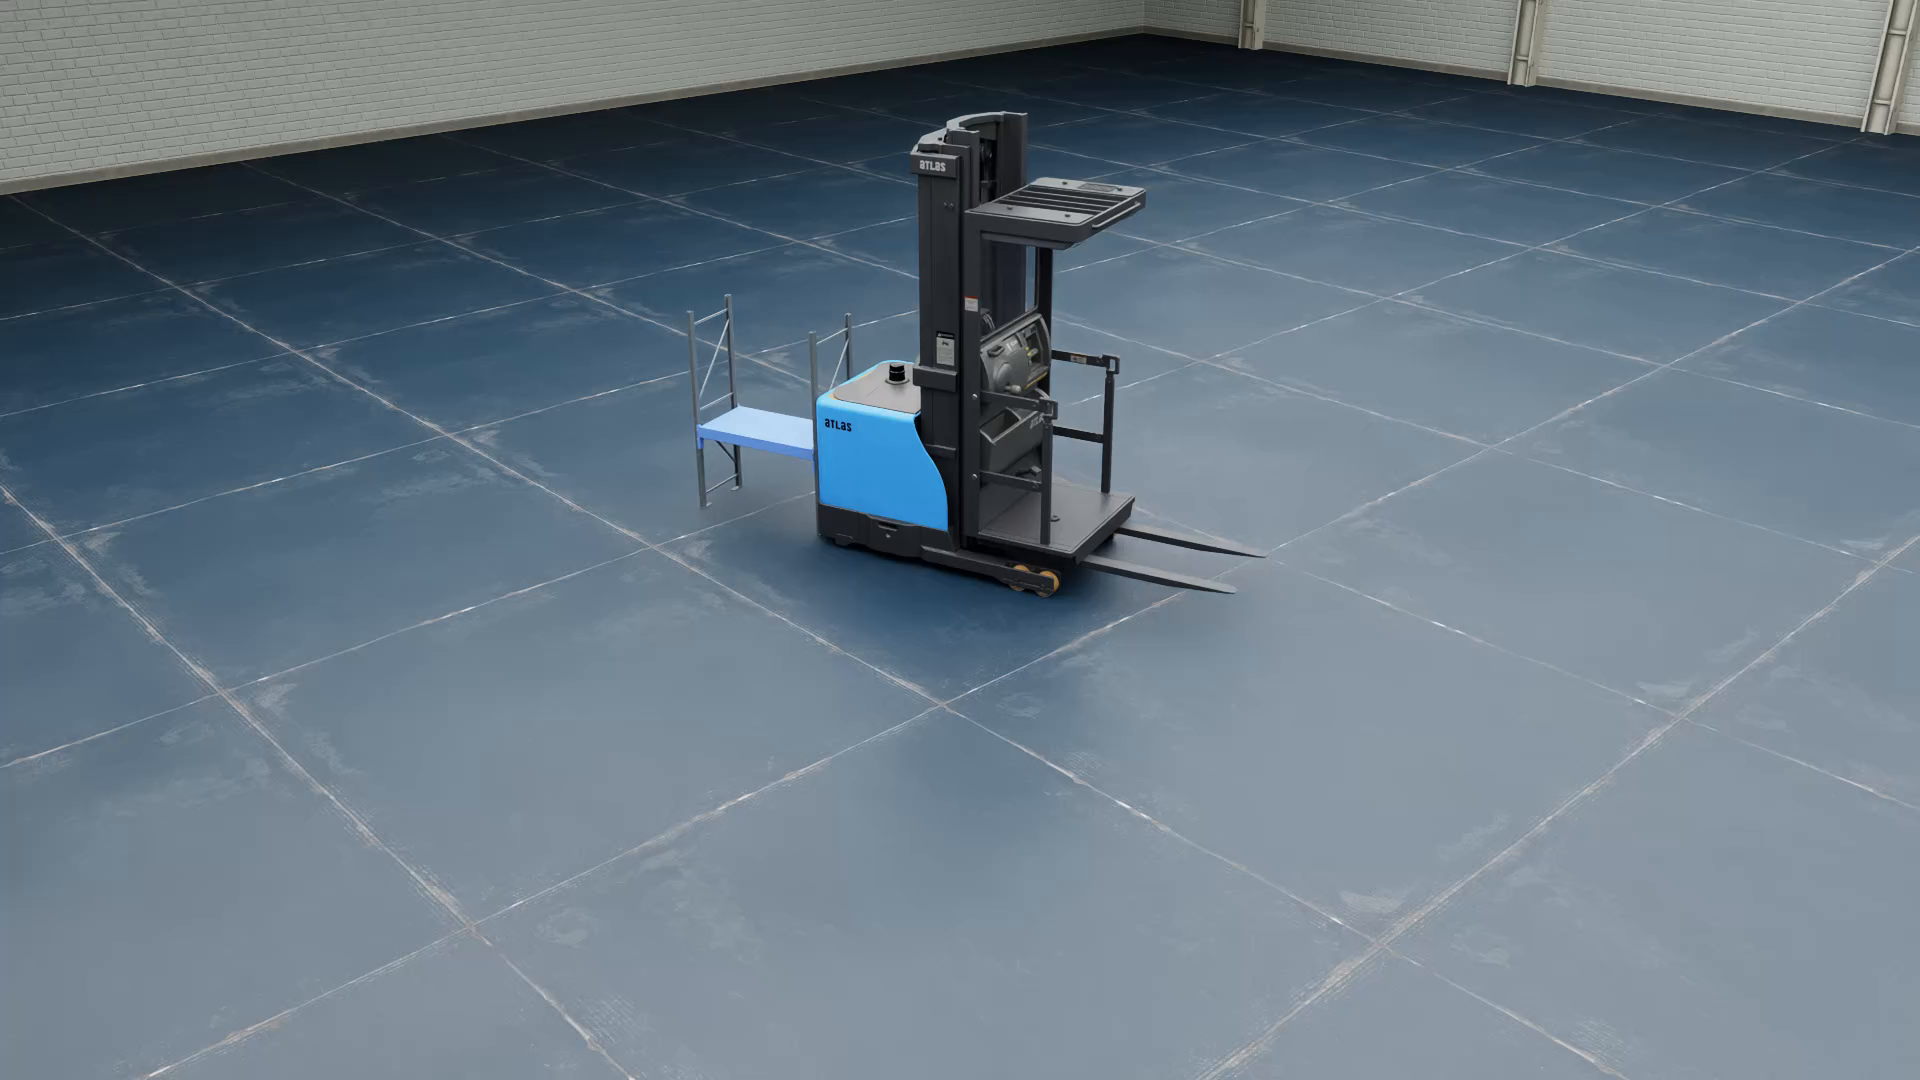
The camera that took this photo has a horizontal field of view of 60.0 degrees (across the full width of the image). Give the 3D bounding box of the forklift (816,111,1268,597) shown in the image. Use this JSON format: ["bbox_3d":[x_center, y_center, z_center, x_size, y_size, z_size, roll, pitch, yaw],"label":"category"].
[{"bbox_3d":[0.551,-1.212,10.875,3.031,2.935,1.130,12,27,25],"label":"forklift"}]

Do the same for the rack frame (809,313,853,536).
[{"bbox_3d":[-0.888,-0.805,11.707,0.032,1.500,0.500,12,27,25],"label":"rack frame"}]

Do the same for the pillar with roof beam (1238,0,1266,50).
[{"bbox_3d":[2.693,-12.753,28.862,9.100,9.000,0.400,-21,32,-38],"label":"pillar with roof beam"}]

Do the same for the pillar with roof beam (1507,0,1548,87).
[{"bbox_3d":[6.794,-10.935,24.877,9.100,9.000,0.400,-21,32,-38],"label":"pillar with roof beam"}]

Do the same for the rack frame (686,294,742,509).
[{"bbox_3d":[-1.785,-1.003,12.141,0.032,1.500,0.500,12,27,25],"label":"rack frame"}]

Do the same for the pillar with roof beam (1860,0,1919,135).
[{"bbox_3d":[10.895,-9.117,20.893,9.100,9.000,0.400,-21,32,-38],"label":"pillar with roof beam"}]

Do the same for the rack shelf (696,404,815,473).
[{"bbox_3d":[-1.337,-0.740,11.999,1.000,0.185,0.538,12,27,25],"label":"rack shelf"}]

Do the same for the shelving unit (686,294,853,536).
[{"bbox_3d":[-1.337,-0.904,11.924,1.048,1.500,0.538,12,27,25],"label":"shelving unit"}]
